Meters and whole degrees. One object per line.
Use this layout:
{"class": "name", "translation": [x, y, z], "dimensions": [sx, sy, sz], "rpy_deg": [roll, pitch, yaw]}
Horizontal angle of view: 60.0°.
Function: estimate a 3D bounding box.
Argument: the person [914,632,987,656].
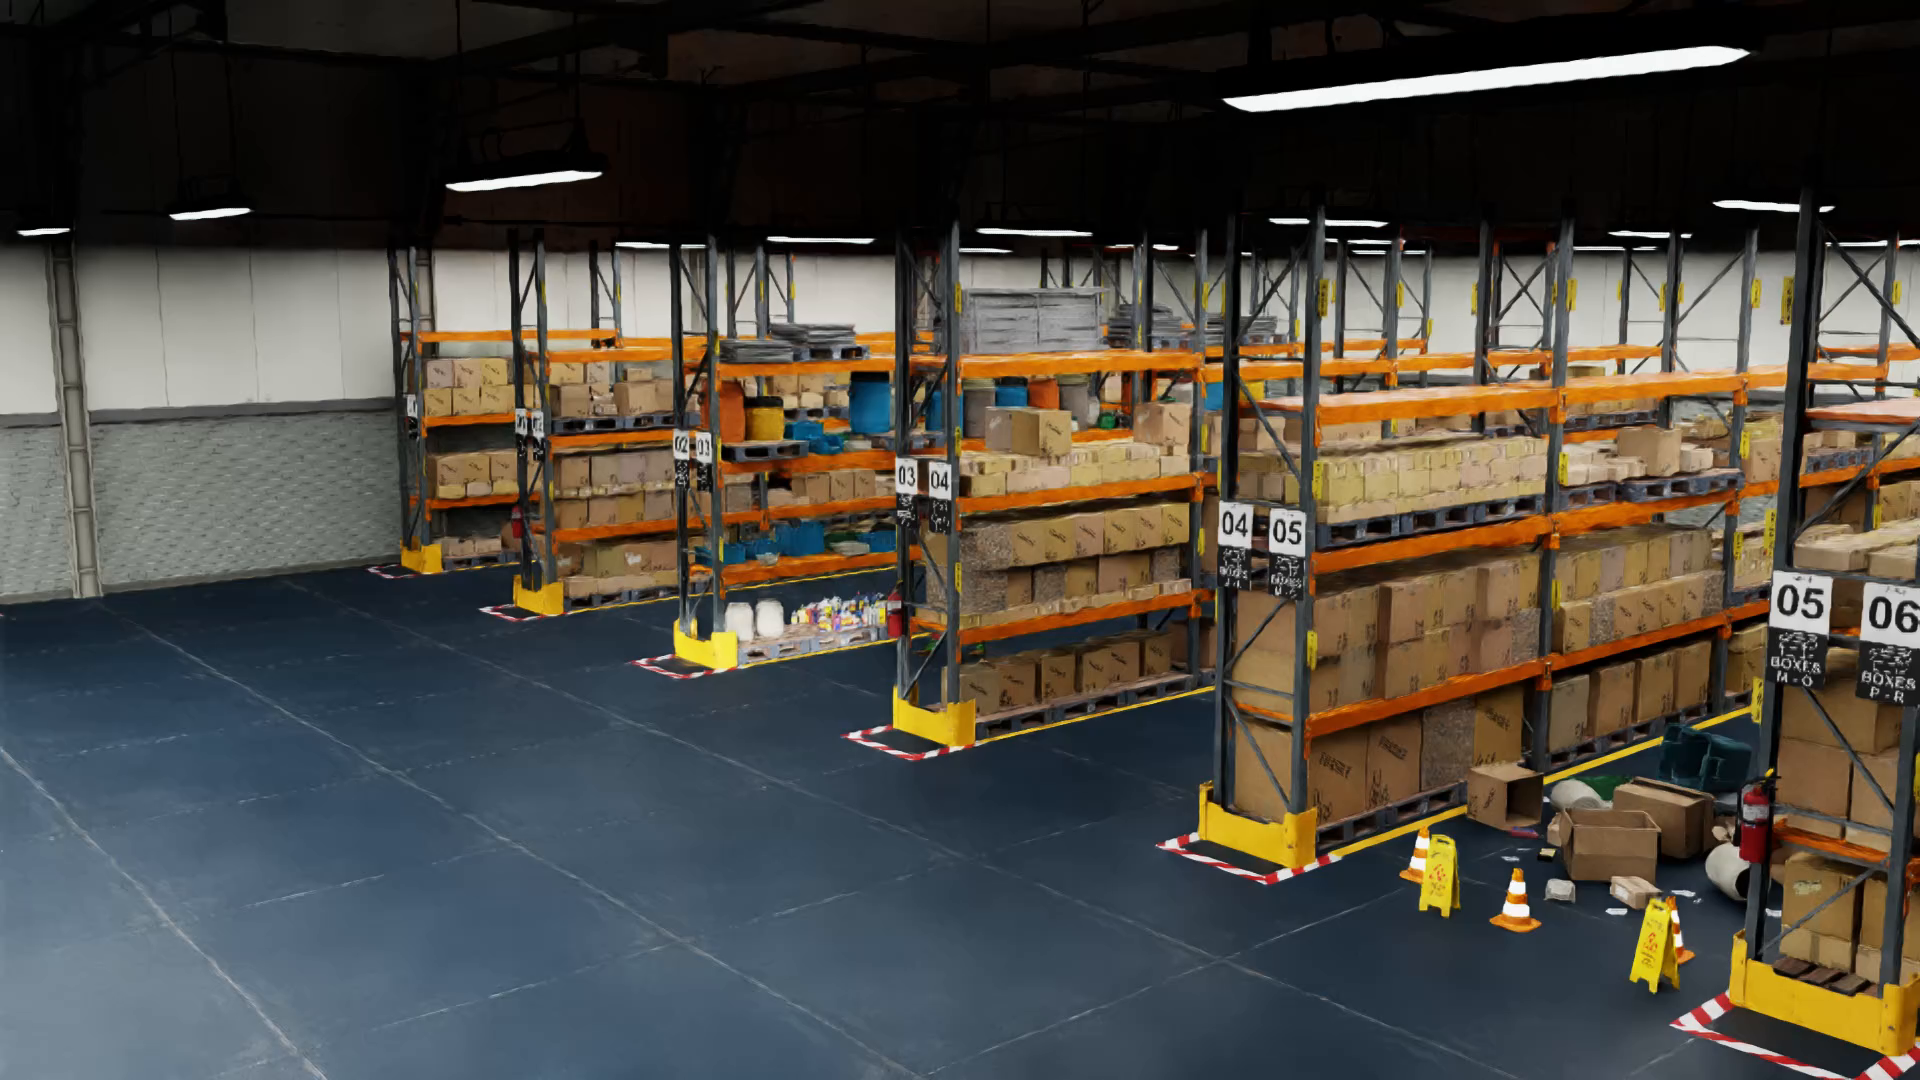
{"class": "person", "translation": [-0.108, 0.778, 22.998], "dimensions": [1.036, 1.728, 0.533], "rpy_deg": [-5, 10, -31]}
